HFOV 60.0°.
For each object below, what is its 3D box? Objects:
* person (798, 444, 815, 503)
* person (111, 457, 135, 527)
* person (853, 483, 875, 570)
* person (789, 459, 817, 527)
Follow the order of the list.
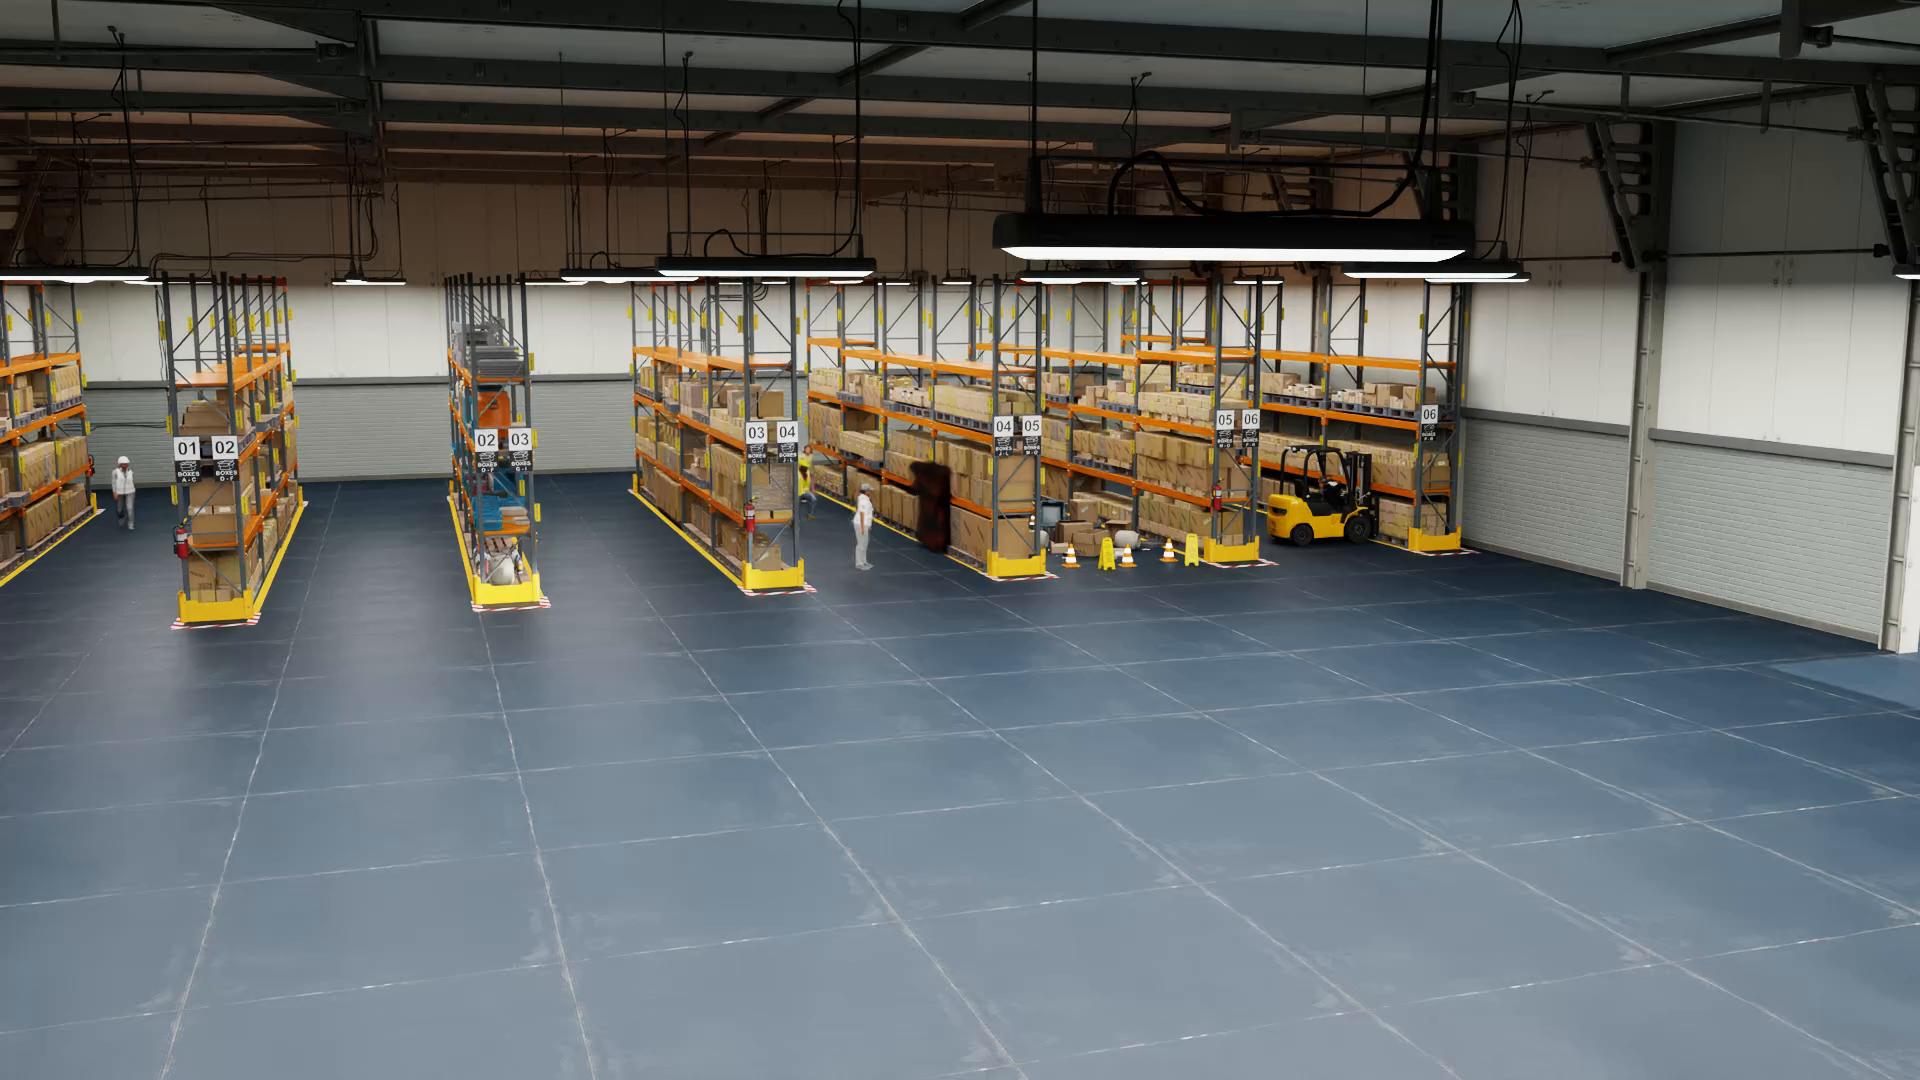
[{"bbox_3d":[-4.064,-1.729,44.106,0.474,1.630,1.014,-2,9,-13],"label":"person"},{"bbox_3d":[-20.000,-1.166,39.793,0.490,1.675,0.707,-3,9,-22],"label":"person"},{"bbox_3d":[-1.874,-0.272,32.437,0.440,1.685,0.513,0,9,-3],"label":"person"},{"bbox_3d":[-3.760,-1.090,39.430,0.567,1.674,1.029,-4,10,-26],"label":"person"}]
